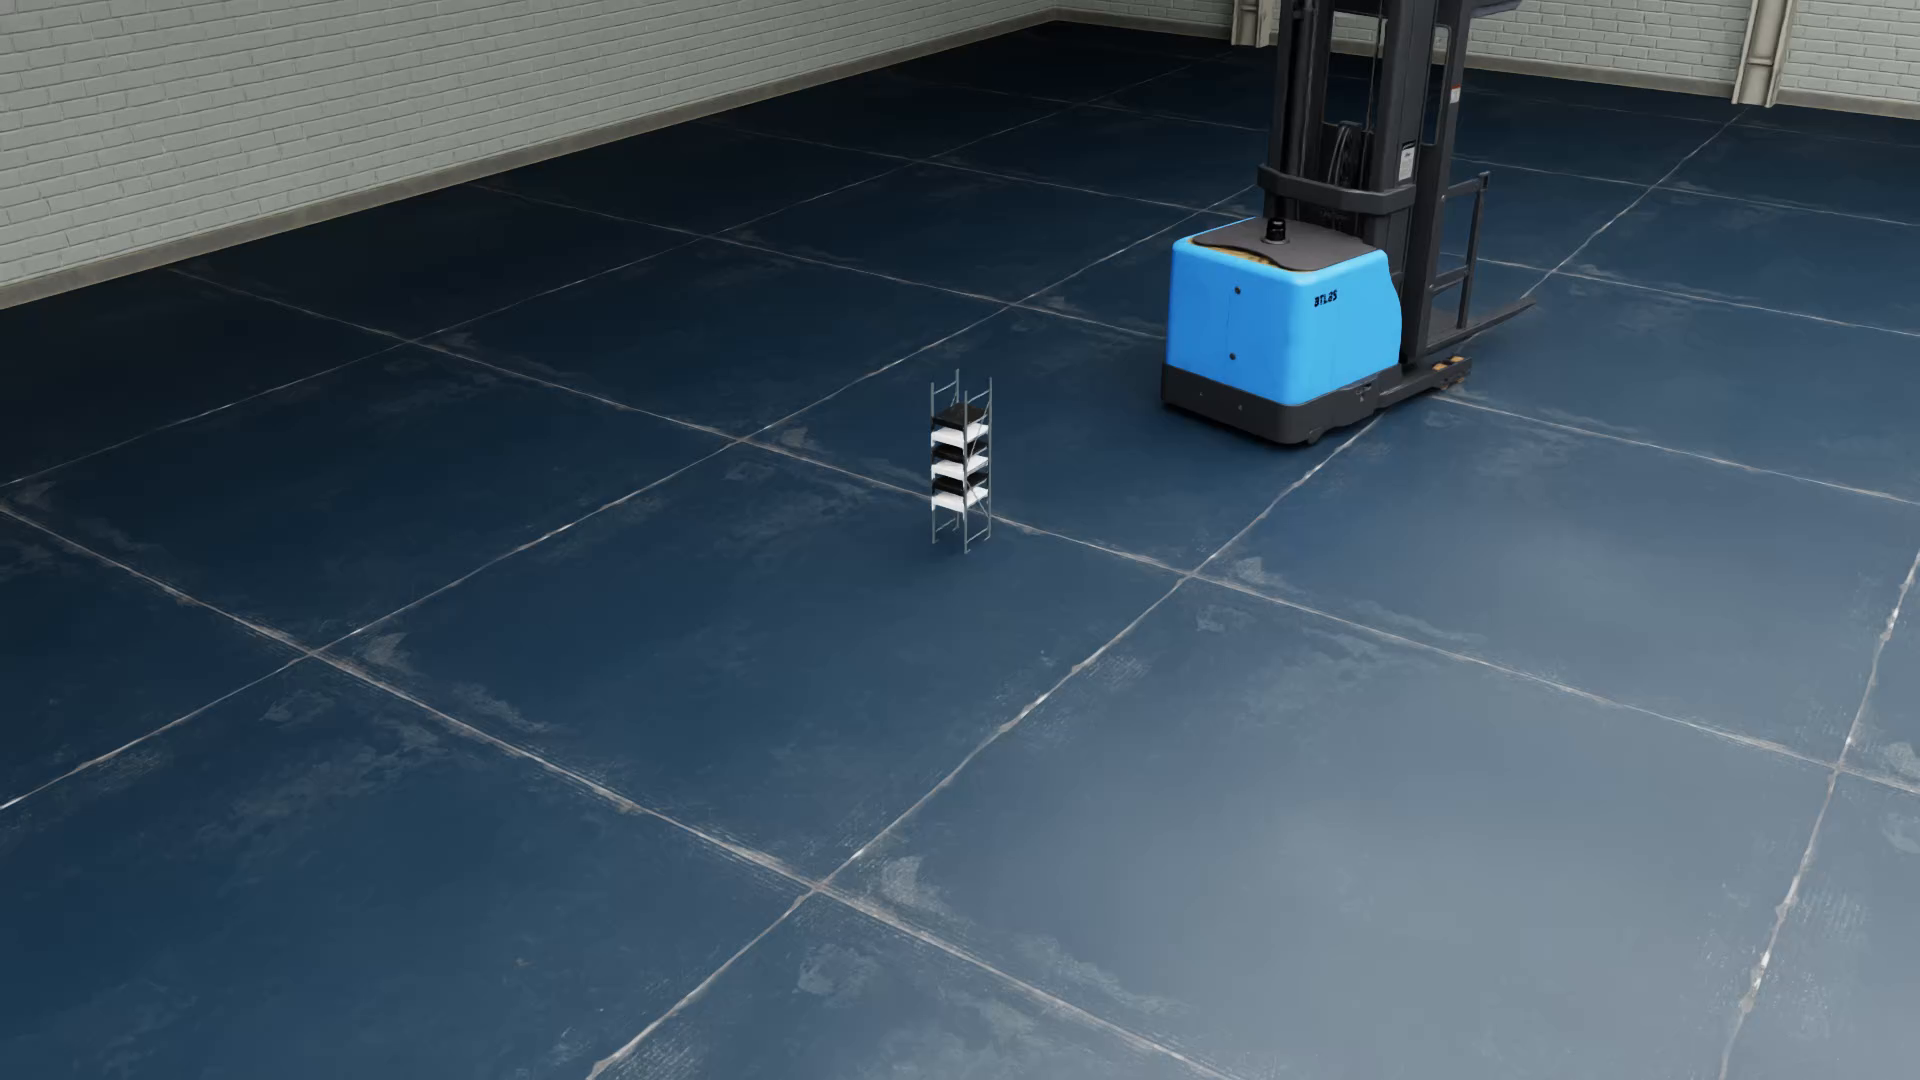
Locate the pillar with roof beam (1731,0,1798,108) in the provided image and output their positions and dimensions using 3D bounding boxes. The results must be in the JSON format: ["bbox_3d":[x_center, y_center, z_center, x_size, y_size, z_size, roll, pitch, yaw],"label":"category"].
[{"bbox_3d":[6.191,-7.153,12.884,0.400,9.000,9.100,17,32,30],"label":"pillar with roof beam"}]

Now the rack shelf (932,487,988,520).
[{"bbox_3d":[0.007,-0.209,8.639,0.200,0.077,0.258,17,32,30],"label":"rack shelf"}]

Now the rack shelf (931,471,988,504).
[{"bbox_3d":[0.007,-0.289,8.598,0.200,0.077,0.258,17,32,30],"label":"rack shelf"}]

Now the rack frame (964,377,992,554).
[{"bbox_3d":[0.090,-0.373,8.490,0.006,0.900,0.240,17,32,30],"label":"rack frame"}]

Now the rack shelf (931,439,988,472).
[{"bbox_3d":[0.007,-0.449,8.516,0.200,0.077,0.258,17,32,30],"label":"rack shelf"}]

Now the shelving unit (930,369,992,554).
[{"bbox_3d":[0.007,-0.399,8.542,0.210,0.900,0.258,17,32,30],"label":"shelving unit"}]

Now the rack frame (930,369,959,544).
[{"bbox_3d":[-0.077,-0.425,8.593,0.006,0.900,0.240,17,32,30],"label":"rack frame"}]

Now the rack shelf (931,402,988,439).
[{"bbox_3d":[0.007,-0.610,8.434,0.200,0.077,0.258,17,32,30],"label":"rack shelf"}]

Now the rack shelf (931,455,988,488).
[{"bbox_3d":[0.007,-0.369,8.557,0.200,0.077,0.258,17,32,30],"label":"rack shelf"}]

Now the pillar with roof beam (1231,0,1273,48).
[{"bbox_3d":[1.246,-8.694,15.911,0.400,9.000,9.100,17,32,30],"label":"pillar with roof beam"}]

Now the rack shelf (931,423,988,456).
[{"bbox_3d":[0.007,-0.530,8.475,0.200,0.077,0.258,17,32,30],"label":"rack shelf"}]

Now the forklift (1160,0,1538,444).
[{"bbox_3d":[2.671,-2.421,10.277,3.031,2.935,1.130,-23,35,-37],"label":"forklift"}]
